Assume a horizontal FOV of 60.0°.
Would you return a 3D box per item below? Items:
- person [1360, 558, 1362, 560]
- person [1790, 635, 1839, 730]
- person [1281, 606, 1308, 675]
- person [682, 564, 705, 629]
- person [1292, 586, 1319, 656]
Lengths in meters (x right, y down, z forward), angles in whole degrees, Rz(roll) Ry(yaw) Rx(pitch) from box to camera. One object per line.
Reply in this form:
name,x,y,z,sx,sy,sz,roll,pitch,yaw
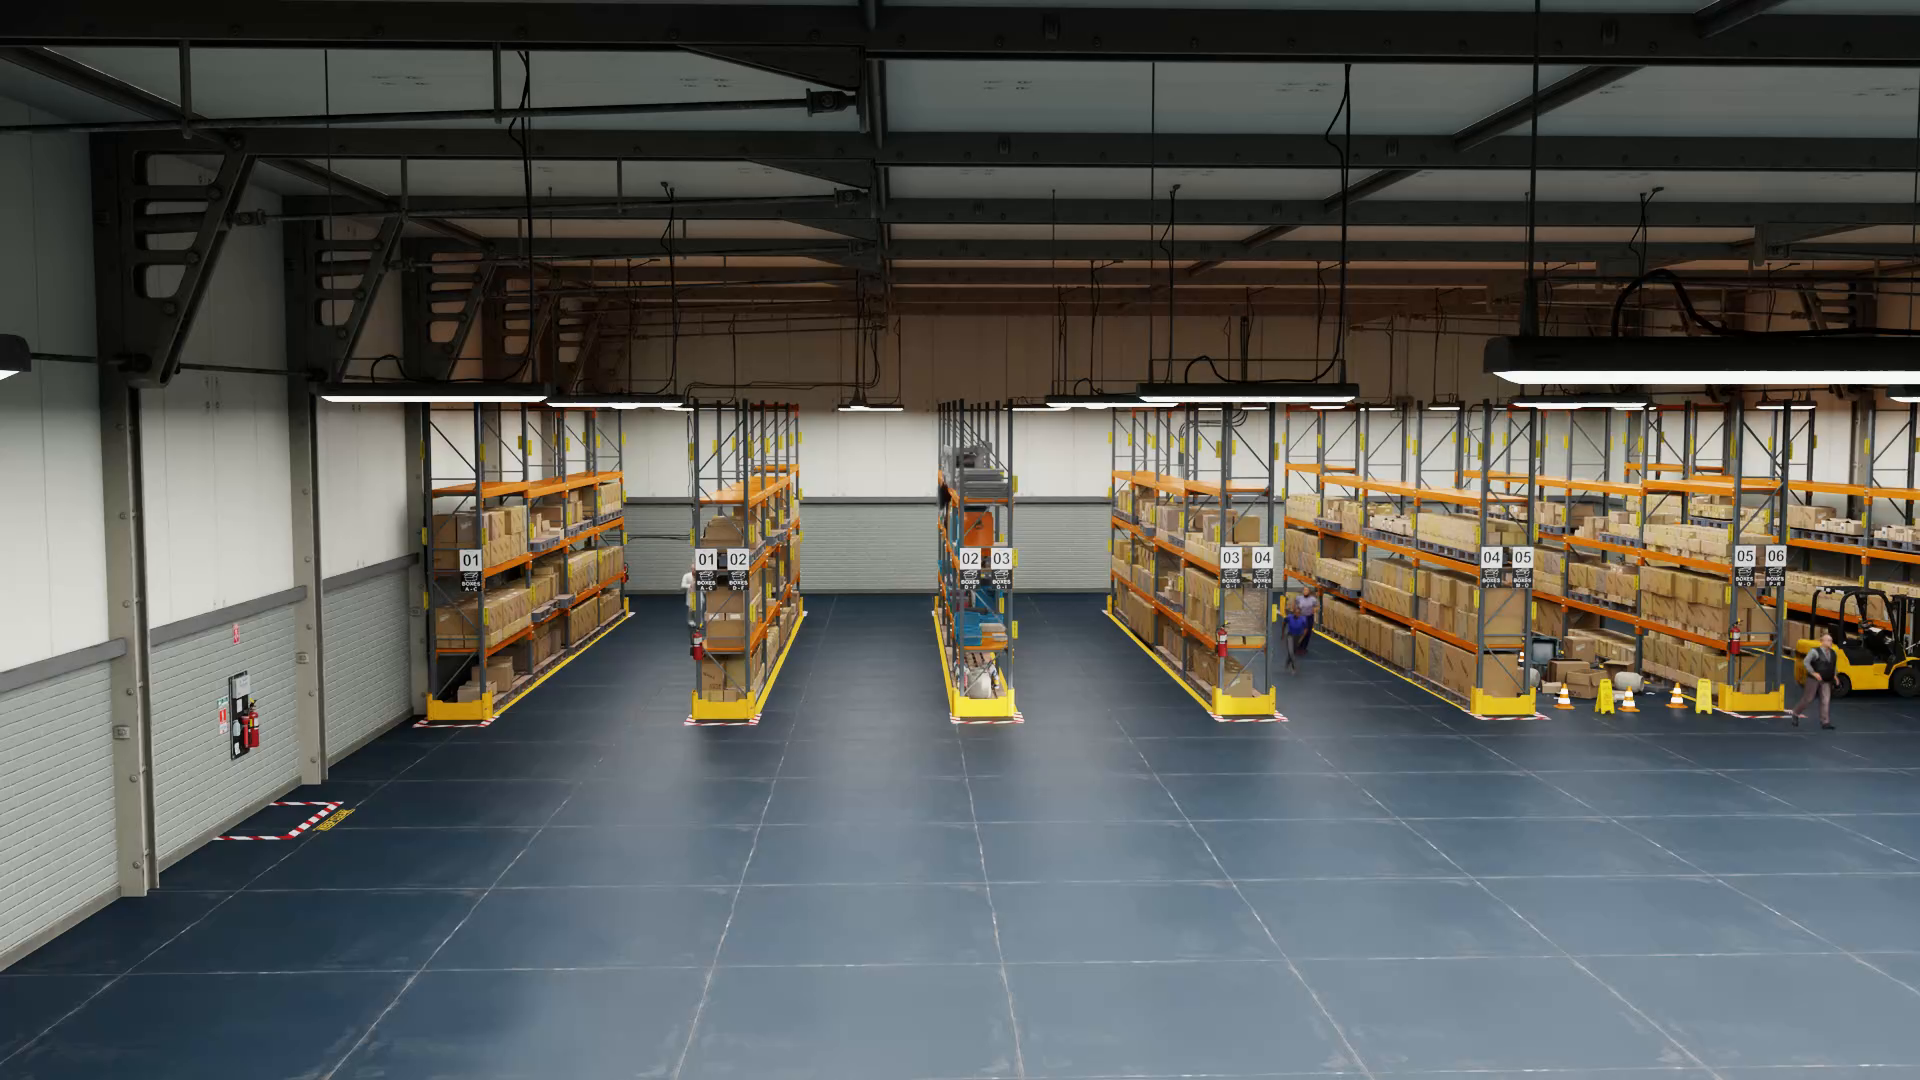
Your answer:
person,11.520,1.335,47.217,0.539,1.641,0.740,-2,5,-21
person,15.572,2.556,30.028,0.693,1.701,0.977,-1,4,-7
person,7.380,2.171,36.773,0.577,1.510,0.996,0,4,4
person,-7.061,1.490,44.242,0.719,1.749,1.073,-1,5,-16
person,8.212,1.923,39.417,0.582,1.683,0.726,0,4,-3
